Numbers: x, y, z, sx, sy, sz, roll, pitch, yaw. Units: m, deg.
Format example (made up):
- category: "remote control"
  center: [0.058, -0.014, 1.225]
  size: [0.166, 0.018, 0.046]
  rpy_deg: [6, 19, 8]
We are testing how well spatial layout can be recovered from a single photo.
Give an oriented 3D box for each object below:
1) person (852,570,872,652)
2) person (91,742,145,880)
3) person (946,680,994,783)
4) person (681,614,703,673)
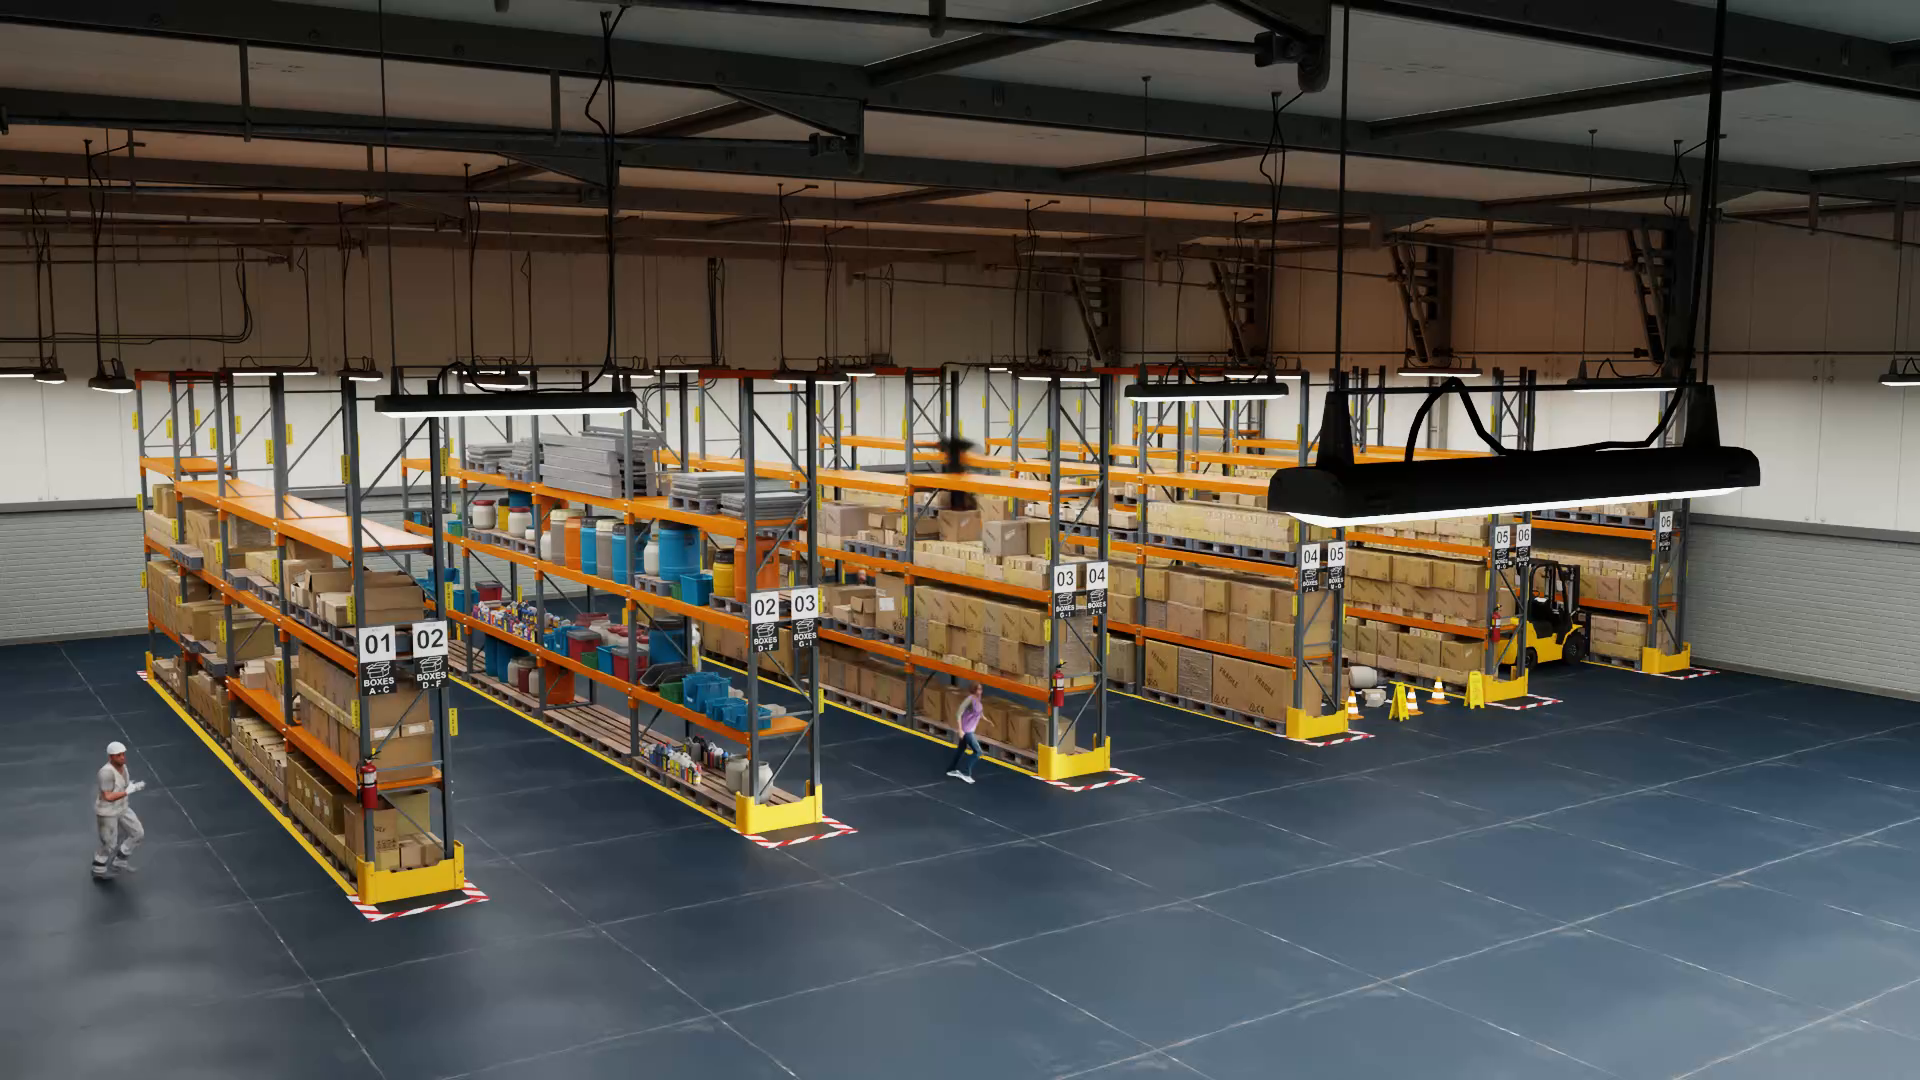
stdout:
- category: "person"
  center: [-2.064, 1.503, 35.280]
  size: [0.626, 1.774, 0.832]
  rpy_deg: [-4, 8, -34]
- category: "person"
  center: [-10.061, 3.248, 19.784]
  size: [0.874, 1.740, 0.619]
  rpy_deg: [1, 7, 9]
- category: "person"
  center: [0.129, 2.825, 24.560]
  size: [0.746, 1.566, 0.567]
  rpy_deg: [1, 7, 10]
- category: "person"
  center: [-4.889, 2.104, 29.981]
  size: [0.572, 1.741, 0.845]
  rpy_deg: [-5, 8, -36]
